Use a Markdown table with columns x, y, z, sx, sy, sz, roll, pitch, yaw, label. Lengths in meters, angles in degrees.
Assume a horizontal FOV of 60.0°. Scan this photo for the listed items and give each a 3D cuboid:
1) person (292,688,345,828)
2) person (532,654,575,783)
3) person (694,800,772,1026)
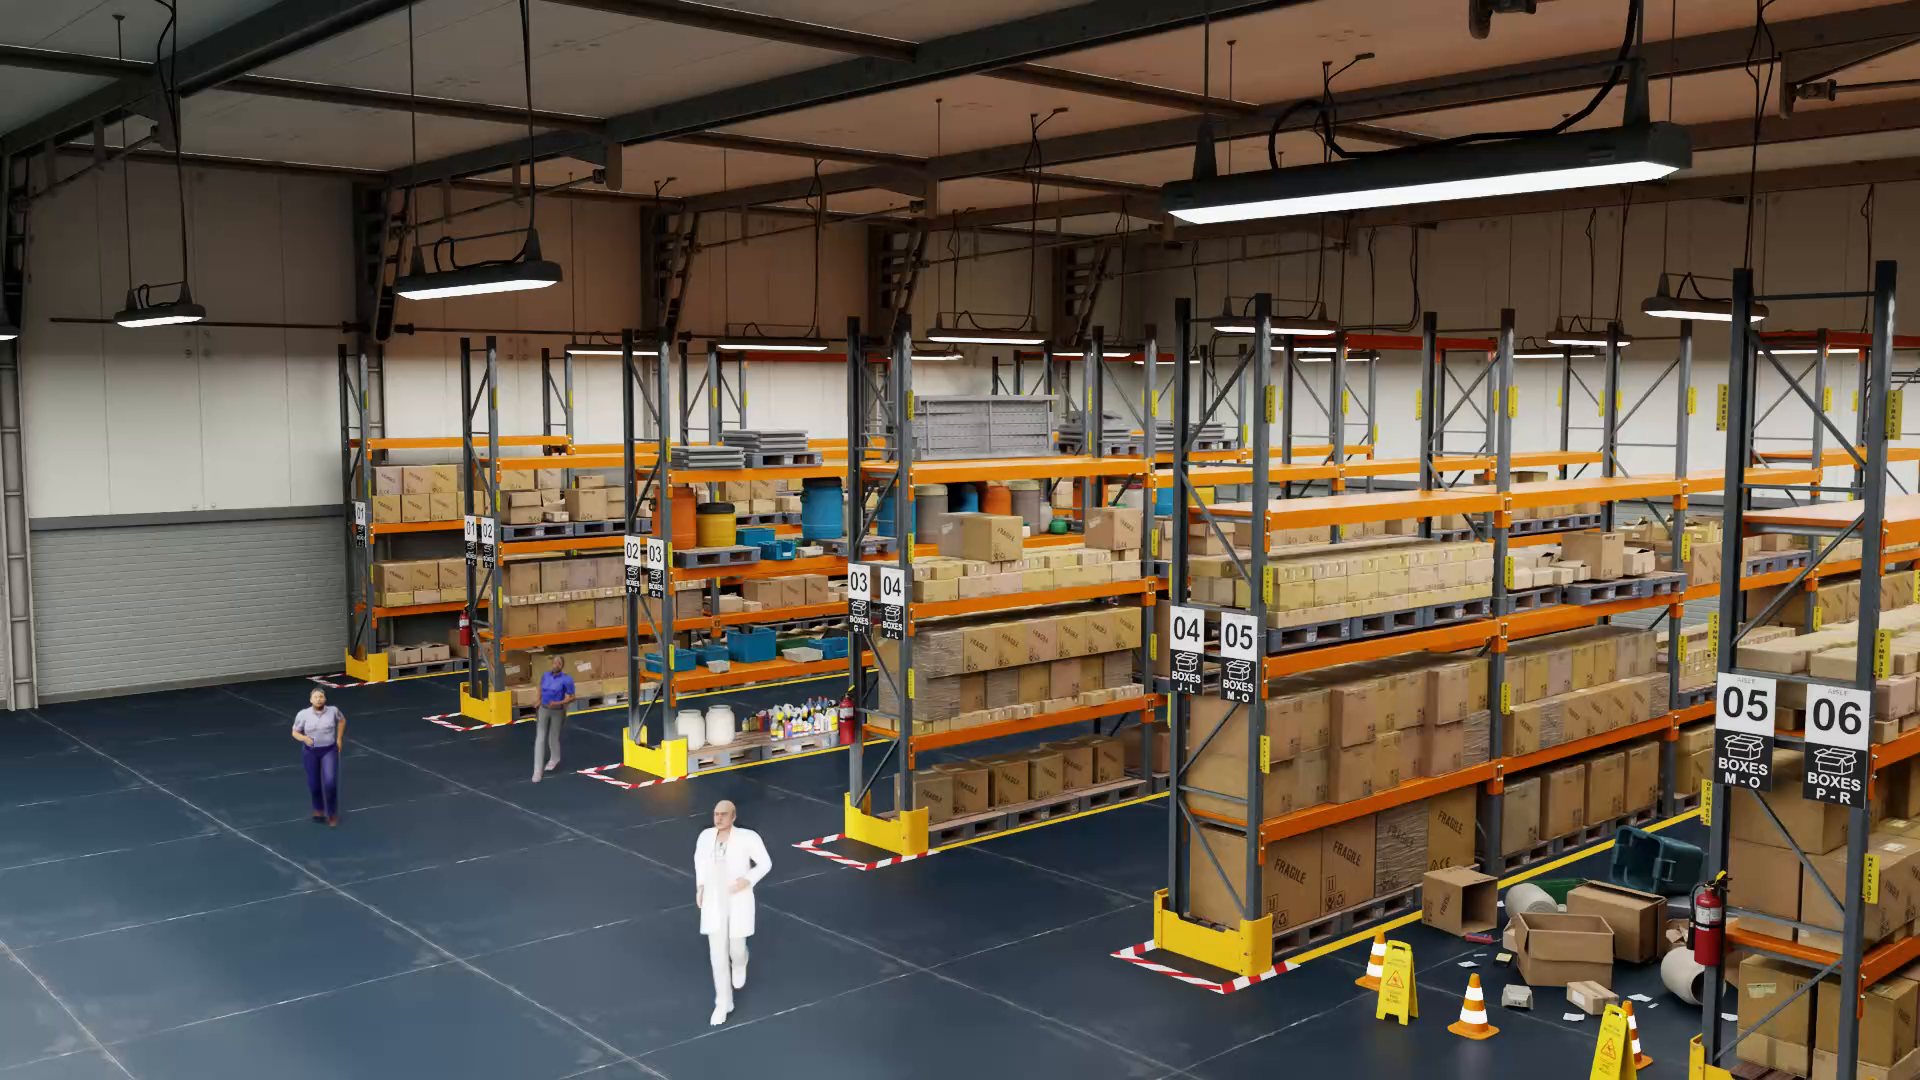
| x | y | z | sx | sy | sz | roll | pitch | yaw | label |
| --- | --- | --- | --- | --- | --- | --- | --- | --- | --- |
| -7.621 | 2.597 | 19.790 | 0.592 | 1.699 | 0.725 | -2 | 5 | -19 | person |
| -5.420 | 2.361 | 22.287 | 0.583 | 1.675 | 0.794 | 0 | 5 | 2 | person |
| -1.917 | 3.047 | 13.907 | 0.700 | 1.782 | 0.911 | 1 | 5 | 7 | person |
